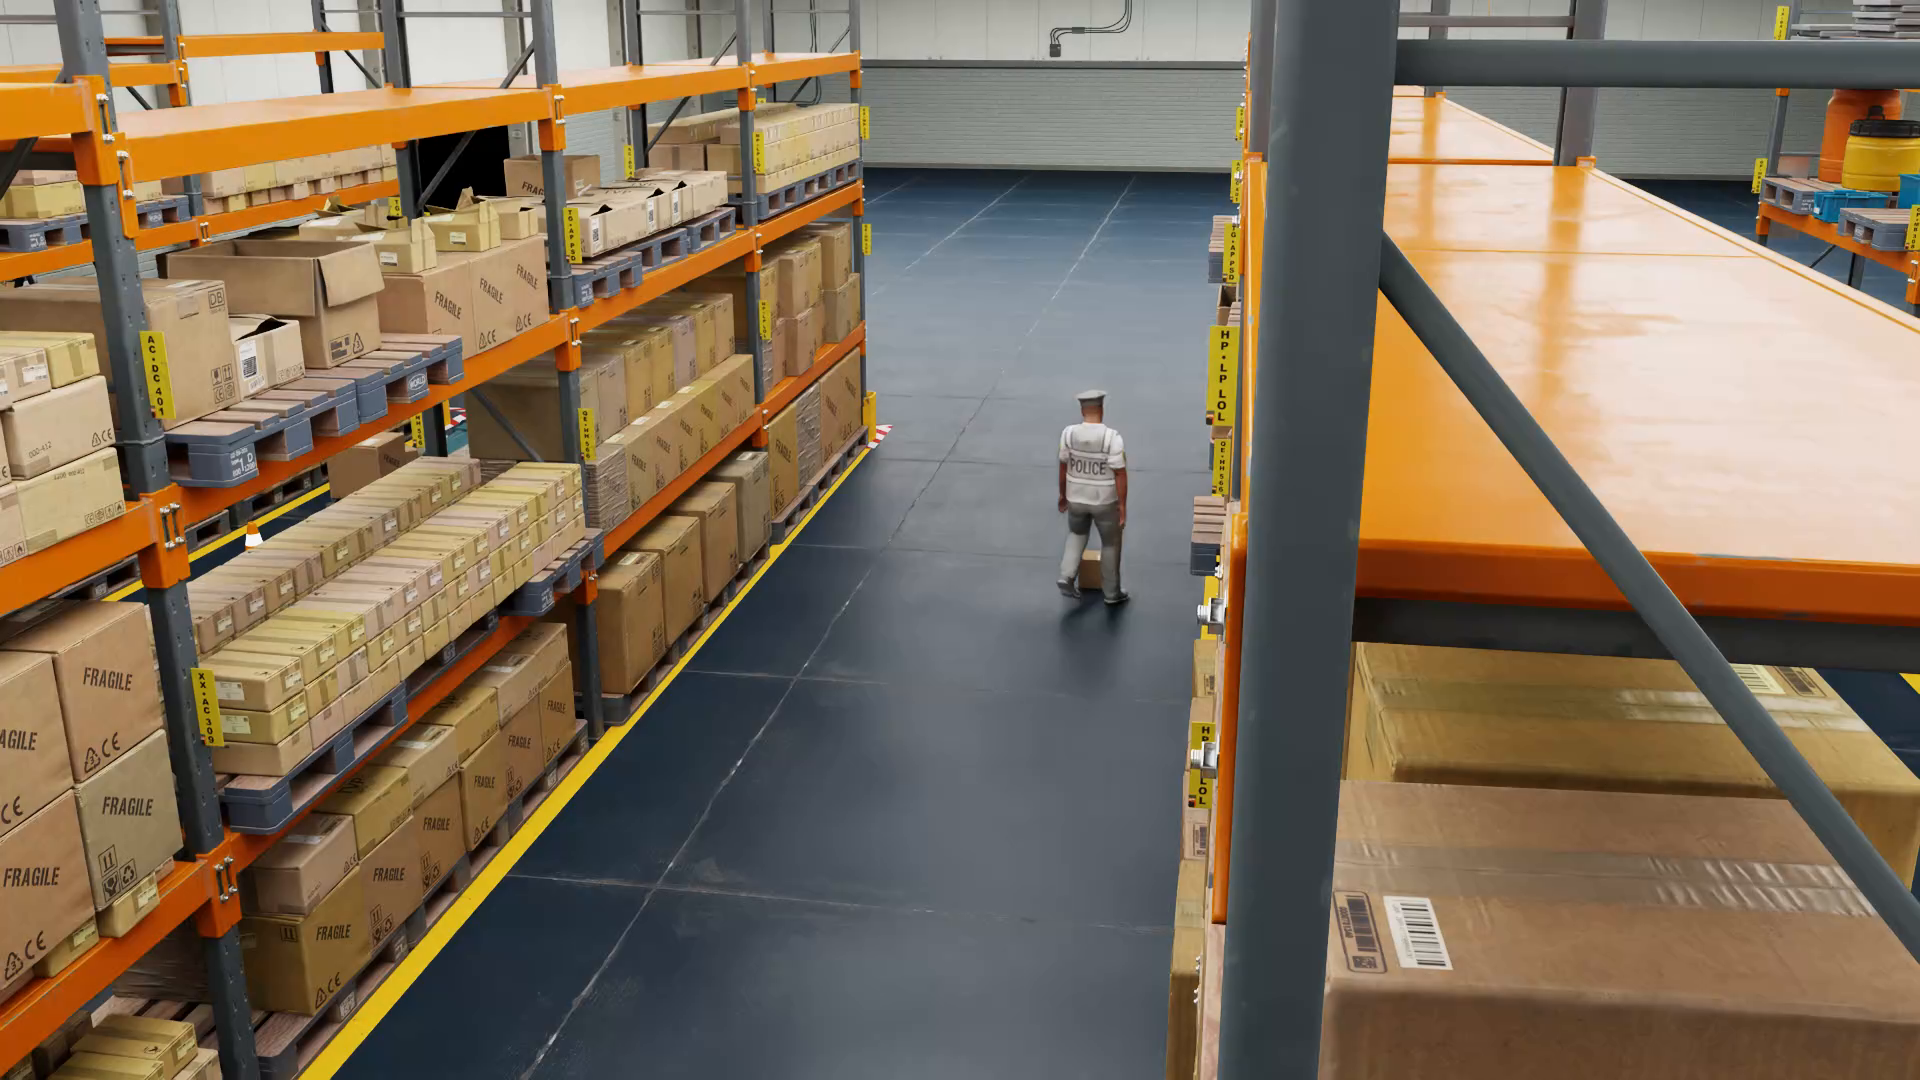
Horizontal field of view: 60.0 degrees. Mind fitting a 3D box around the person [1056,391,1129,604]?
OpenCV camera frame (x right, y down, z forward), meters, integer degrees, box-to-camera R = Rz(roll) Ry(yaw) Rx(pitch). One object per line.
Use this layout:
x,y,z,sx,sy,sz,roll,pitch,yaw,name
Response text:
1.067,-0.329,13.088,0.600,1.747,0.568,8,19,23,person
